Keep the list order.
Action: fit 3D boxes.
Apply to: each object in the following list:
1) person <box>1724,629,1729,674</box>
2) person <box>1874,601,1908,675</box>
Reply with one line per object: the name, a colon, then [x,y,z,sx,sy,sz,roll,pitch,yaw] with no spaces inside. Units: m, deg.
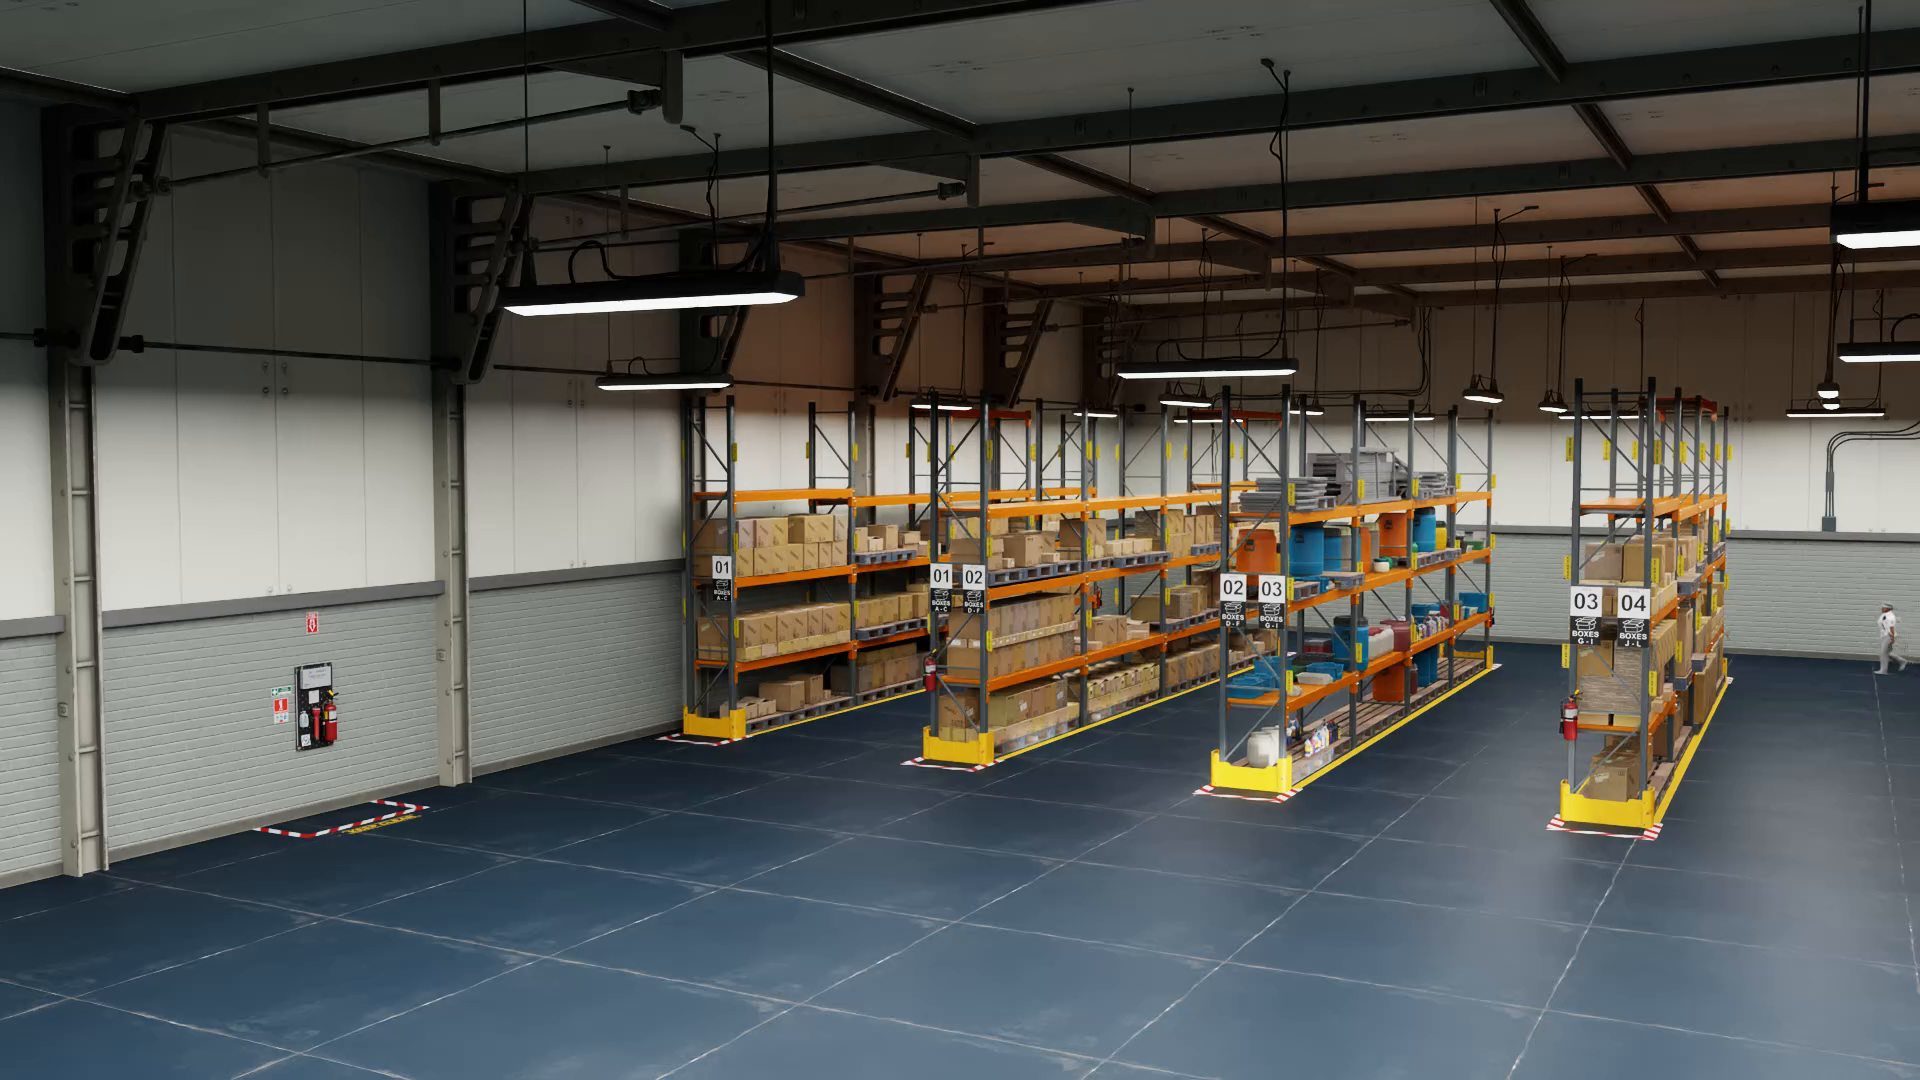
person: [17.157,2.132,37.926,0.768,1.772,0.554,3,4,44]
person: [20.955,2.197,37.406,0.758,1.647,0.467,1,3,10]
